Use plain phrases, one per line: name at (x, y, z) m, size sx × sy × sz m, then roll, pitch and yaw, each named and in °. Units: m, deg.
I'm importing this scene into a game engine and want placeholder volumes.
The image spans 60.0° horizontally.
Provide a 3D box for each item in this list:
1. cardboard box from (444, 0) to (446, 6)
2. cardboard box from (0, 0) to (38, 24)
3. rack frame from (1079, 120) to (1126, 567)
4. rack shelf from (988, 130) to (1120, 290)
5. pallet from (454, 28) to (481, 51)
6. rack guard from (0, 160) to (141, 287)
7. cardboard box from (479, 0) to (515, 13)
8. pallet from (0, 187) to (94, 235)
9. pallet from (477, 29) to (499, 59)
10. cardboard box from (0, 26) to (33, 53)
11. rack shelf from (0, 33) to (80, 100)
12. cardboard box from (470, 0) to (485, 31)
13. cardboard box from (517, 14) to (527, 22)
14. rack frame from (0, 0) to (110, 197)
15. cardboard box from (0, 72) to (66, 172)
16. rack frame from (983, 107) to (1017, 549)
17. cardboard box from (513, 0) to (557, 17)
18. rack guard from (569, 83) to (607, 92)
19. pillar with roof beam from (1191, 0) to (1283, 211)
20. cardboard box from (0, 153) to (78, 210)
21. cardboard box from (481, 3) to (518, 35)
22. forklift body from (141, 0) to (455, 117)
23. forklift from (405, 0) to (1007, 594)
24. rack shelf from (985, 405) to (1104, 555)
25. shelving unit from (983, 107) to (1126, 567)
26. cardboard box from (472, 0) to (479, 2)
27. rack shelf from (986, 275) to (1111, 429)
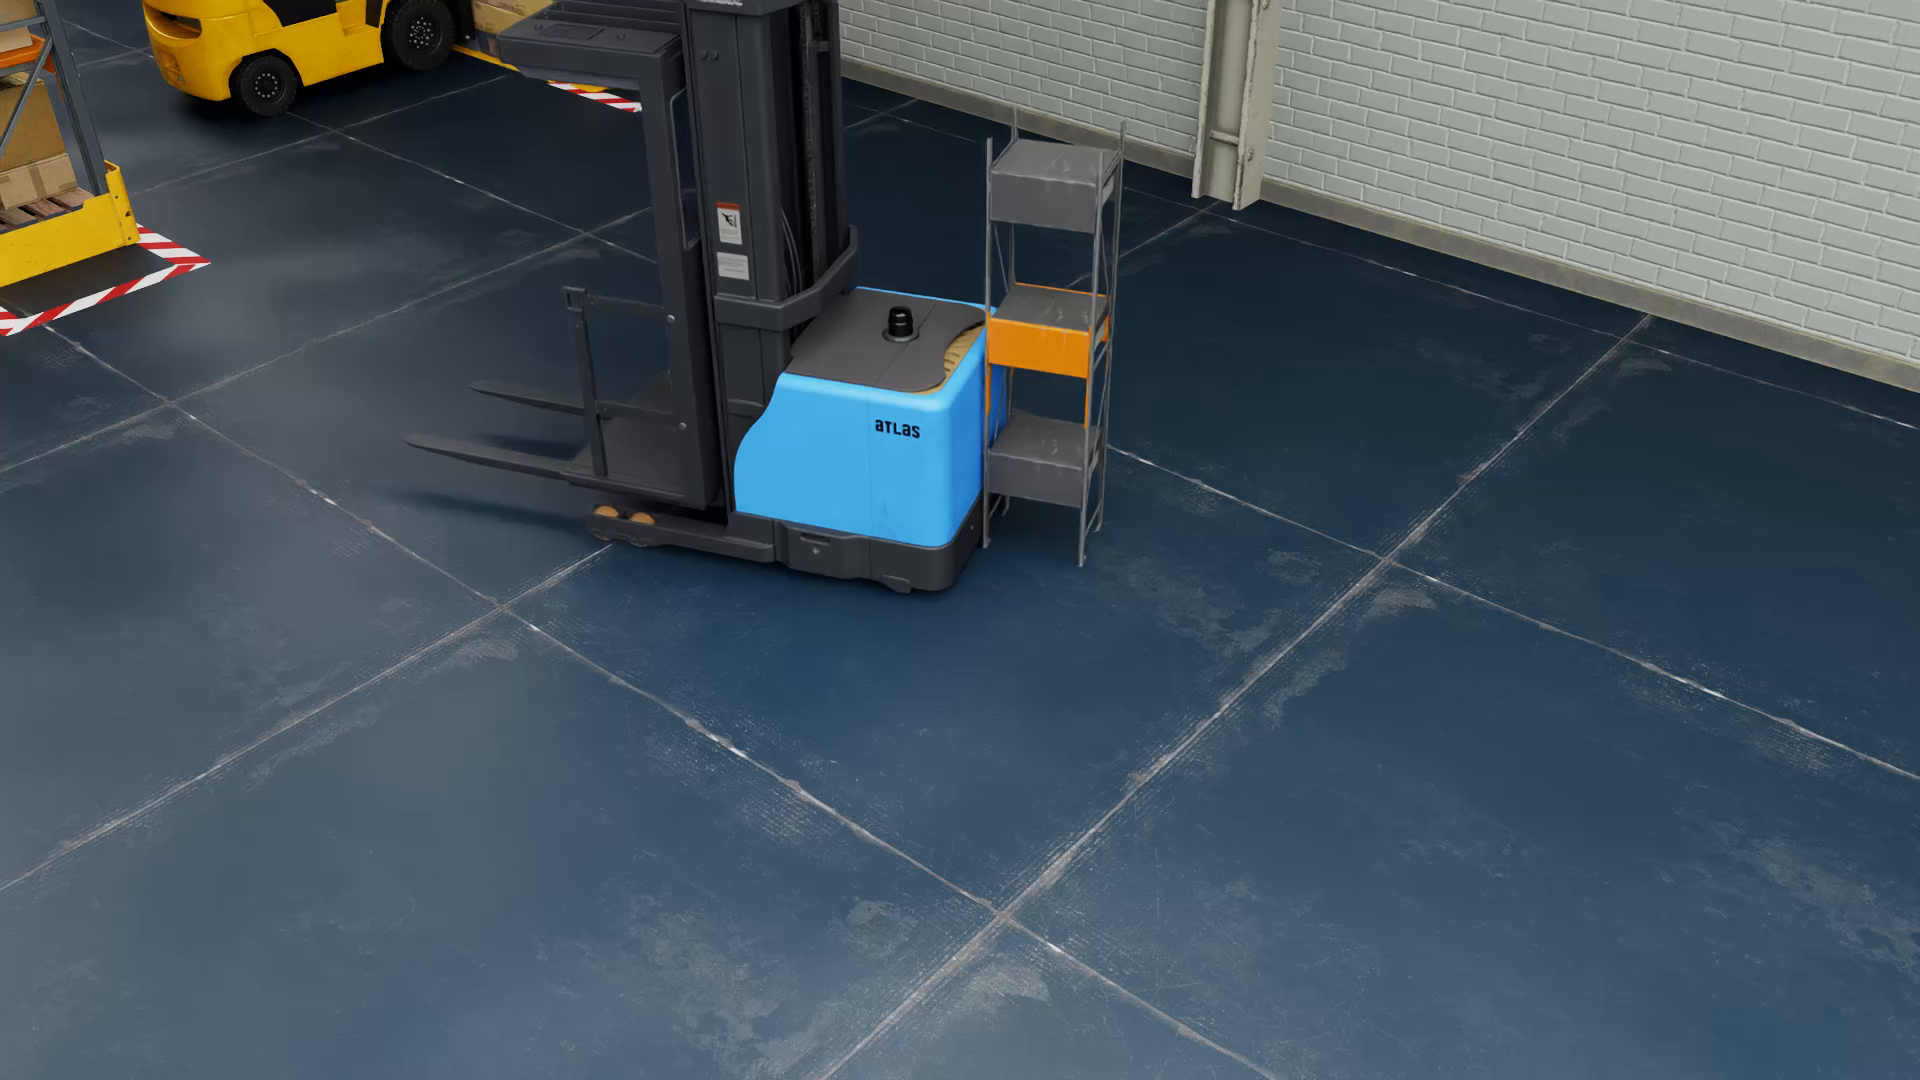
cardboard box at (-4.496, -4.819, 14.676) m, size 0.500 × 0.250 × 0.500 m, roll 27°, pitch 43°, yaw 33°
cardboard box at (-6.124, -3.494, 10.337) m, size 0.500 × 0.500 × 0.500 m, roll 25°, pitch 41°, yaw 31°
rack frame at (0.646, -0.841, 7.620) m, size 0.015 × 2.100 × 0.400 m, roll 11°, pitch 36°, yaw 15°
rack shelf at (0.414, -1.450, 7.295) m, size 0.480 × 0.518 × 0.431 m, roll 11°, pitch 36°, yaw 15°
pallet at (-4.313, -4.751, 14.981) m, size 1.213 × 0.211 × 1.003 m, roll 25°, pitch 42°, yaw 32°
rack guard at (-5.996, -2.035, 10.772) m, size 0.348 × 0.500 × 1.175 m, roll 25°, pitch 42°, yaw 32°
cardboard box at (-3.718, -4.672, 14.019) m, size 0.500 × 0.250 × 0.500 m, roll 25°, pitch 42°, yaw 31°
pallet at (-6.598, -2.226, 11.305) m, size 1.213 × 0.211 × 1.003 m, roll 25°, pitch 42°, yaw 32°
pallet at (-3.379, -4.308, 14.337) m, size 1.213 × 0.211 × 1.003 m, roll 25°, pitch 42°, yaw 32°
cardboard box at (-6.067, -3.148, 10.406) m, size 0.250 × 0.149 × 0.380 m, roll 25°, pitch 42°, yaw 32°
rack shelf at (-7.475, -3.466, 11.283) m, size 4.000 × 0.370 × 1.077 m, roll 25°, pitch 42°, yaw 32°
cardboard box at (-4.083, -4.641, 14.416) m, size 0.500 × 0.250 × 0.500 m, roll 26°, pitch 42°, yaw 32°
cardboard box at (-3.328, -4.272, 13.878) m, size 0.500 × 0.250 × 0.500 m, roll 26°, pitch 42°, yaw 32°
rack frame at (-5.938, -3.038, 10.024) m, size 0.127 × 3.000 × 1.000 m, roll 25°, pitch 42°, yaw 32°
cardboard box at (-6.400, -2.808, 11.084) m, size 0.500 × 0.500 × 0.500 m, roll 24°, pitch 41°, yaw 30°
rack frame at (0.183, -0.928, 7.746) m, size 0.015 × 2.100 × 0.400 m, roll 11°, pitch 36°, yaw 15°
cardboard box at (-3.339, -4.485, 13.748) m, size 0.500 × 0.250 × 0.500 m, roll 25°, pitch 41°, yaw 31°
rack guard at (-2.746, -4.160, 13.866) m, size 0.348 × 0.500 × 1.175 m, roll 25°, pitch 42°, yaw 32°
pillar with roof beam at (-0.867, -4.270, 6.519) m, size 0.400 × 9.000 × 9.100 m, roll 25°, pitch 42°, yaw 32°
cardboard box at (-6.381, -2.490, 11.285) m, size 0.500 × 0.250 × 0.500 m, roll 25°, pitch 42°, yaw 31°
cardboard box at (-3.704, -4.456, 14.146) m, size 0.500 × 0.250 × 0.500 m, roll 25°, pitch 42°, yaw 32°
forklift body at (-5.389, -4.742, 13.256) m, size 1.214 × 2.155 × 2.313 m, roll 25°, pitch 42°, yaw 32°
forklift at (-1.333, -1.445, 7.765) m, size 3.031 × 2.935 × 1.130 m, roll 11°, pitch 36°, yaw 15°
rack shelf at (0.414, -0.296, 8.087) m, size 0.480 × 0.518 × 0.431 m, roll 11°, pitch 36°, yaw 15°
shelving unit at (0.414, -0.884, 7.683) m, size 0.503 × 2.100 × 0.431 m, roll 11°, pitch 36°, yaw 15°
cardboard box at (-4.128, -4.849, 14.278) m, size 0.500 × 0.250 × 0.500 m, roll 24°, pitch 41°, yaw 31°
rack shelf at (0.414, -0.873, 7.691) m, size 0.480 × 0.518 × 0.431 m, roll 11°, pitch 36°, yaw 15°
